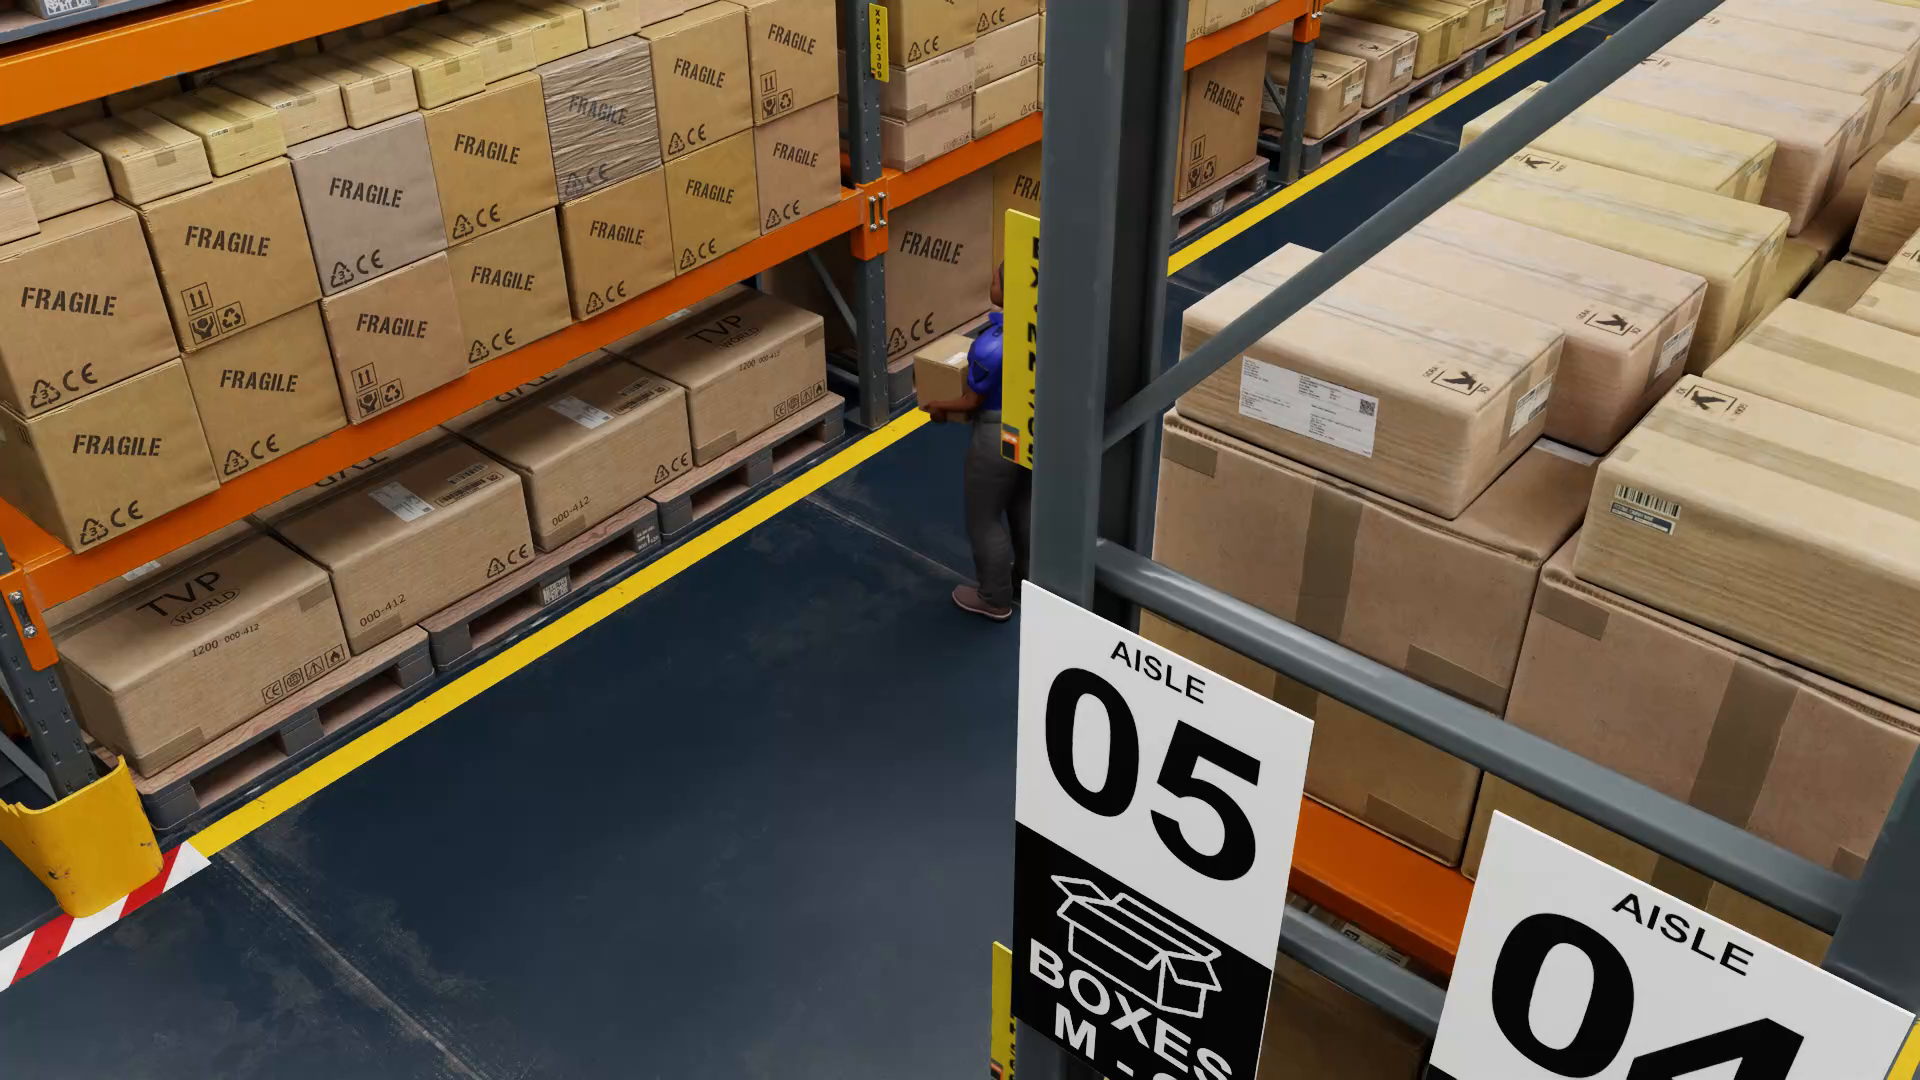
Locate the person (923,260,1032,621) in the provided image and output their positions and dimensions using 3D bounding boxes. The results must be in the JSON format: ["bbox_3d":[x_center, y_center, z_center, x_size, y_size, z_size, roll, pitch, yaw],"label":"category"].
[{"bbox_3d":[0.130,-0.445,6.787,0.514,1.646,0.449,26,43,32],"label":"person"}]
